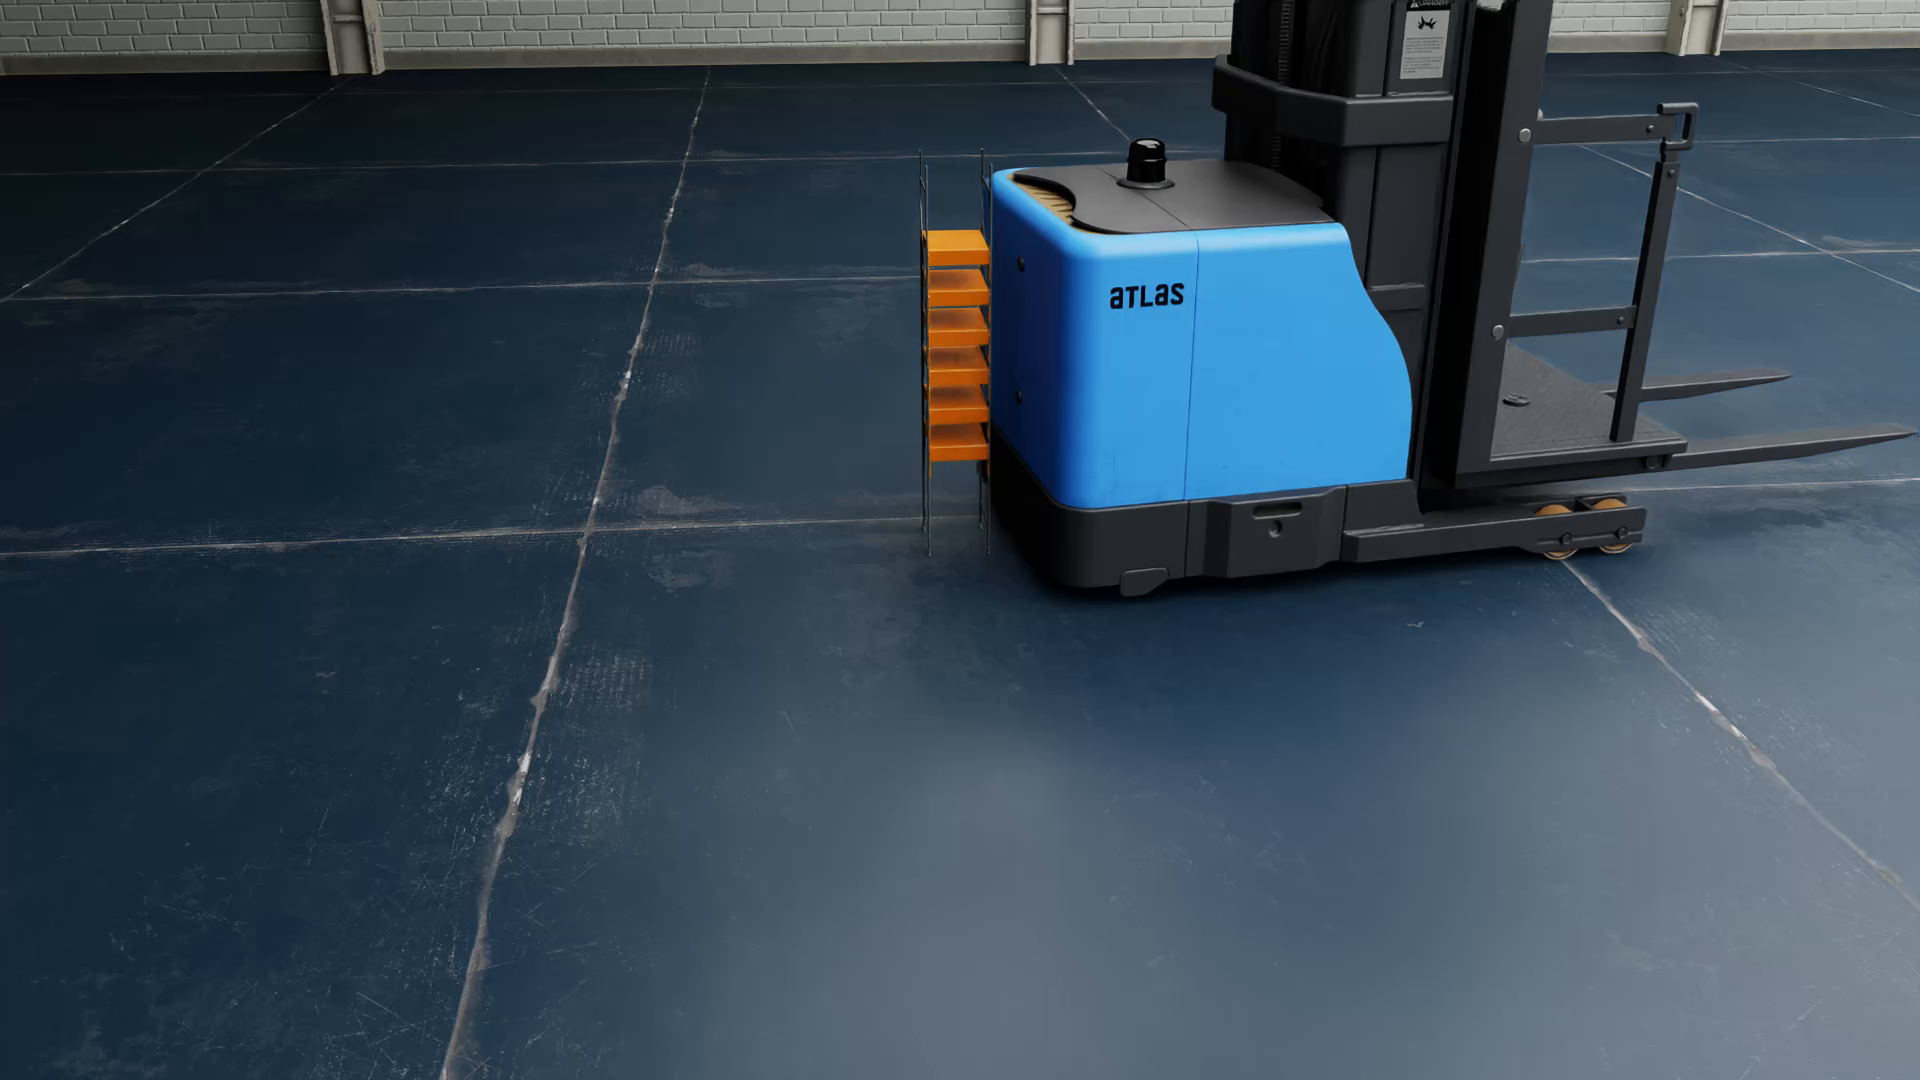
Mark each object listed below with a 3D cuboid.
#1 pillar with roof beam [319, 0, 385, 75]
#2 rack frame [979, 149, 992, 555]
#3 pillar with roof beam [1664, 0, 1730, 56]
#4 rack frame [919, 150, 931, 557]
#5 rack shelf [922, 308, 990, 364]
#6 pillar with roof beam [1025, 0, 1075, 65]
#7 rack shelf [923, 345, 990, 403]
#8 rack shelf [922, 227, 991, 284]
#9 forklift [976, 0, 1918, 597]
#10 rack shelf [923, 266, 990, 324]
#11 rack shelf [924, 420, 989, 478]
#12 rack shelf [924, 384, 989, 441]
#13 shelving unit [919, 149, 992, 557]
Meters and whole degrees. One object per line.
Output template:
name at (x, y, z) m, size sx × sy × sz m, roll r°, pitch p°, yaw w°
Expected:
pillar with roof beam at (-4.753, -6.398, 8.566) m, size 0.400 × 9.000 × 9.100 m, roll -2°, pitch 24°, yaw -5°
rack frame at (0.077, -0.551, 5.013) m, size 0.006 × 1.200 × 0.240 m, roll -2°, pitch 24°, yaw -5°
pillar with roof beam at (7.189, -6.877, 9.644) m, size 0.400 × 9.000 × 9.100 m, roll -2°, pitch 24°, yaw -5°
rack frame at (-0.105, -0.544, 4.997) m, size 0.006 × 1.200 × 0.240 m, roll -2°, pitch 24°, yaw -5°
rack shelf at (-0.014, -0.617, 4.974) m, size 0.180 × 0.103 × 0.258 m, roll -2°, pitch 24°, yaw -5°
pillar with roof beam at (1.218, -6.638, 9.105) m, size 0.400 × 9.000 × 9.100 m, roll -2°, pitch 24°, yaw -5°
rack shelf at (-0.014, -0.507, 5.023) m, size 0.180 × 0.103 × 0.258 m, roll -2°, pitch 24°, yaw -5°
rack shelf at (-0.014, -0.836, 4.877) m, size 0.180 × 0.103 × 0.258 m, roll -2°, pitch 24°, yaw -5°
forklift at (1.628, -1.480, 4.971) m, size 3.031 × 2.935 × 1.130 m, roll -6°, pitch 25°, yaw -13°
rack shelf at (-0.014, -0.726, 4.926) m, size 0.180 × 0.103 × 0.258 m, roll -2°, pitch 24°, yaw -5°
rack shelf at (-0.014, -0.288, 5.121) m, size 0.180 × 0.103 × 0.258 m, roll -2°, pitch 24°, yaw -5°
rack shelf at (-0.014, -0.397, 5.072) m, size 0.180 × 0.103 × 0.258 m, roll -2°, pitch 24°, yaw -5°
shelving unit at (-0.014, -0.548, 5.005) m, size 0.189 × 1.200 × 0.258 m, roll -2°, pitch 24°, yaw -5°
